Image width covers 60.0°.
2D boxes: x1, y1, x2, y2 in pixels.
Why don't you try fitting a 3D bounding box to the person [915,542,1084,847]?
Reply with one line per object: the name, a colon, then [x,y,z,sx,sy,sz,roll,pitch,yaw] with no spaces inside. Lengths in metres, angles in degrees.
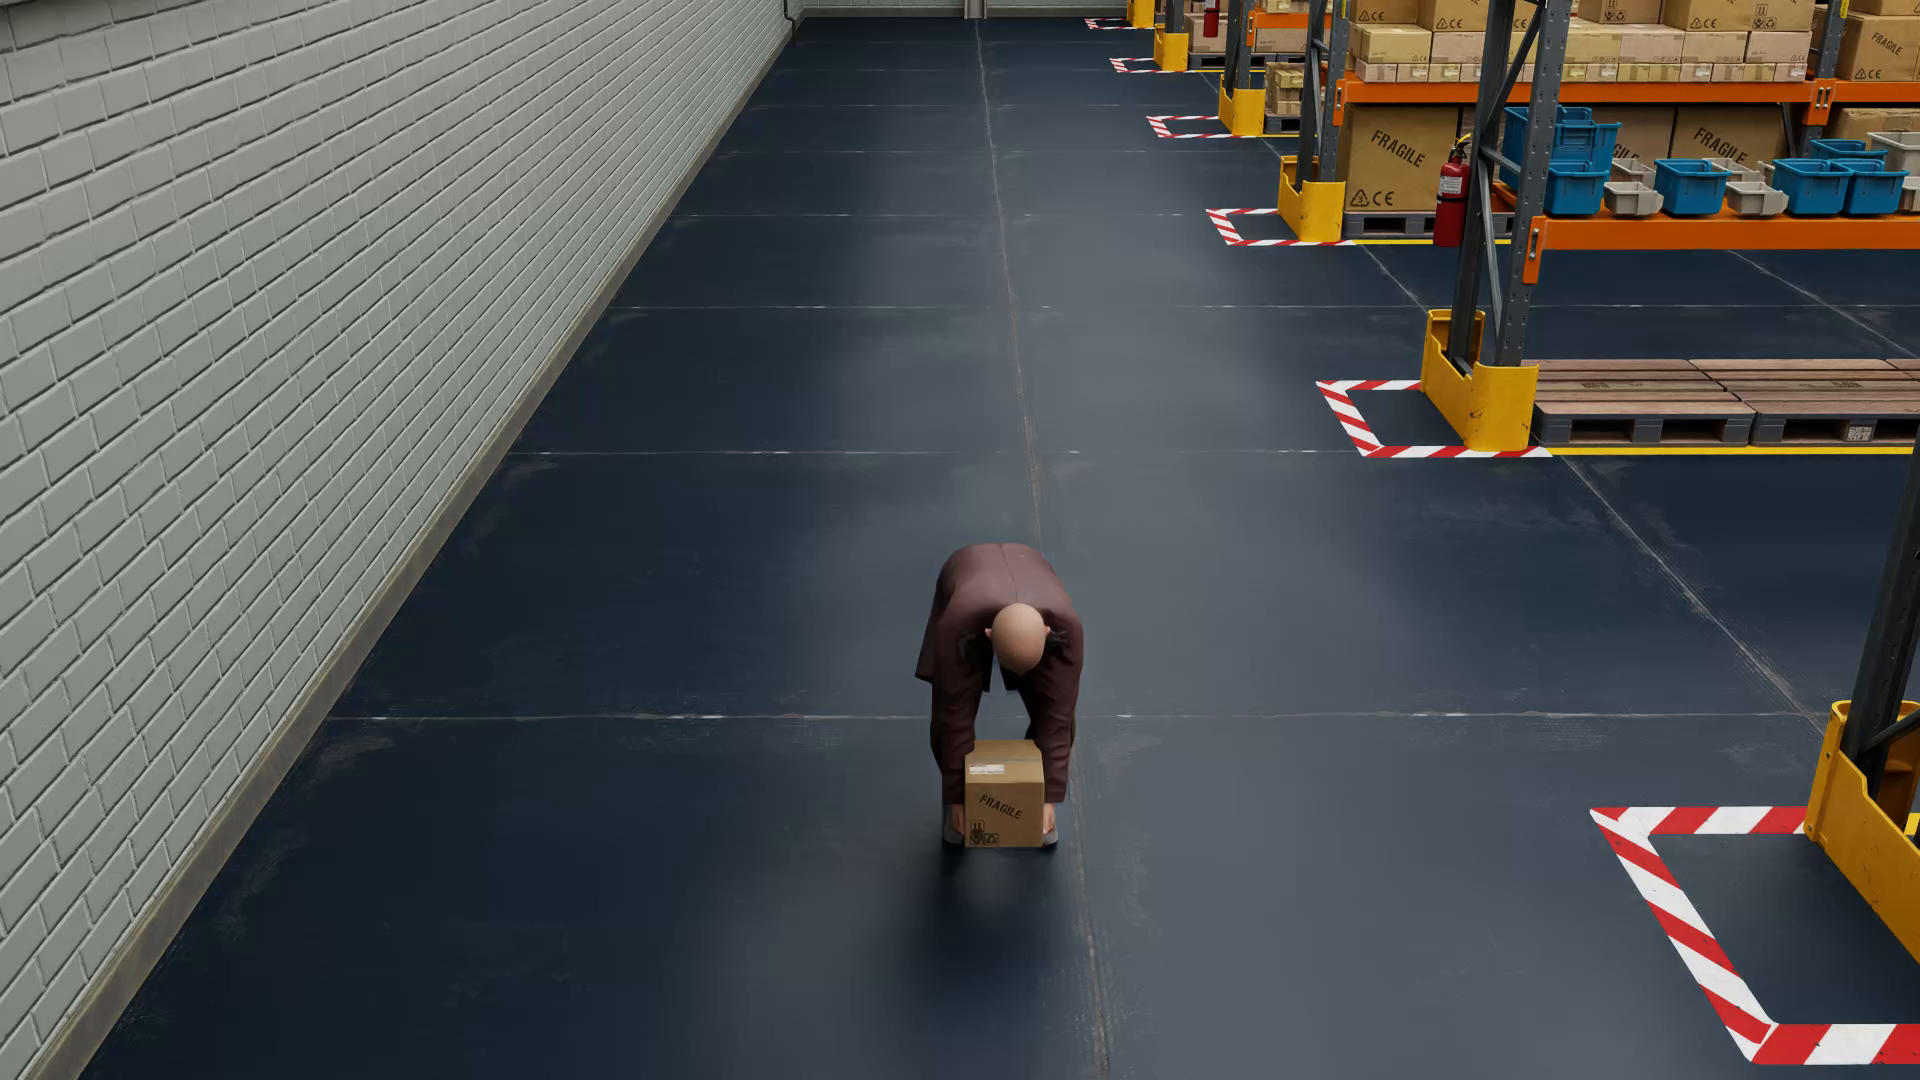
person: [0.145,0.575,5.608,0.586,1.138,0.937,-1,24,-3]
